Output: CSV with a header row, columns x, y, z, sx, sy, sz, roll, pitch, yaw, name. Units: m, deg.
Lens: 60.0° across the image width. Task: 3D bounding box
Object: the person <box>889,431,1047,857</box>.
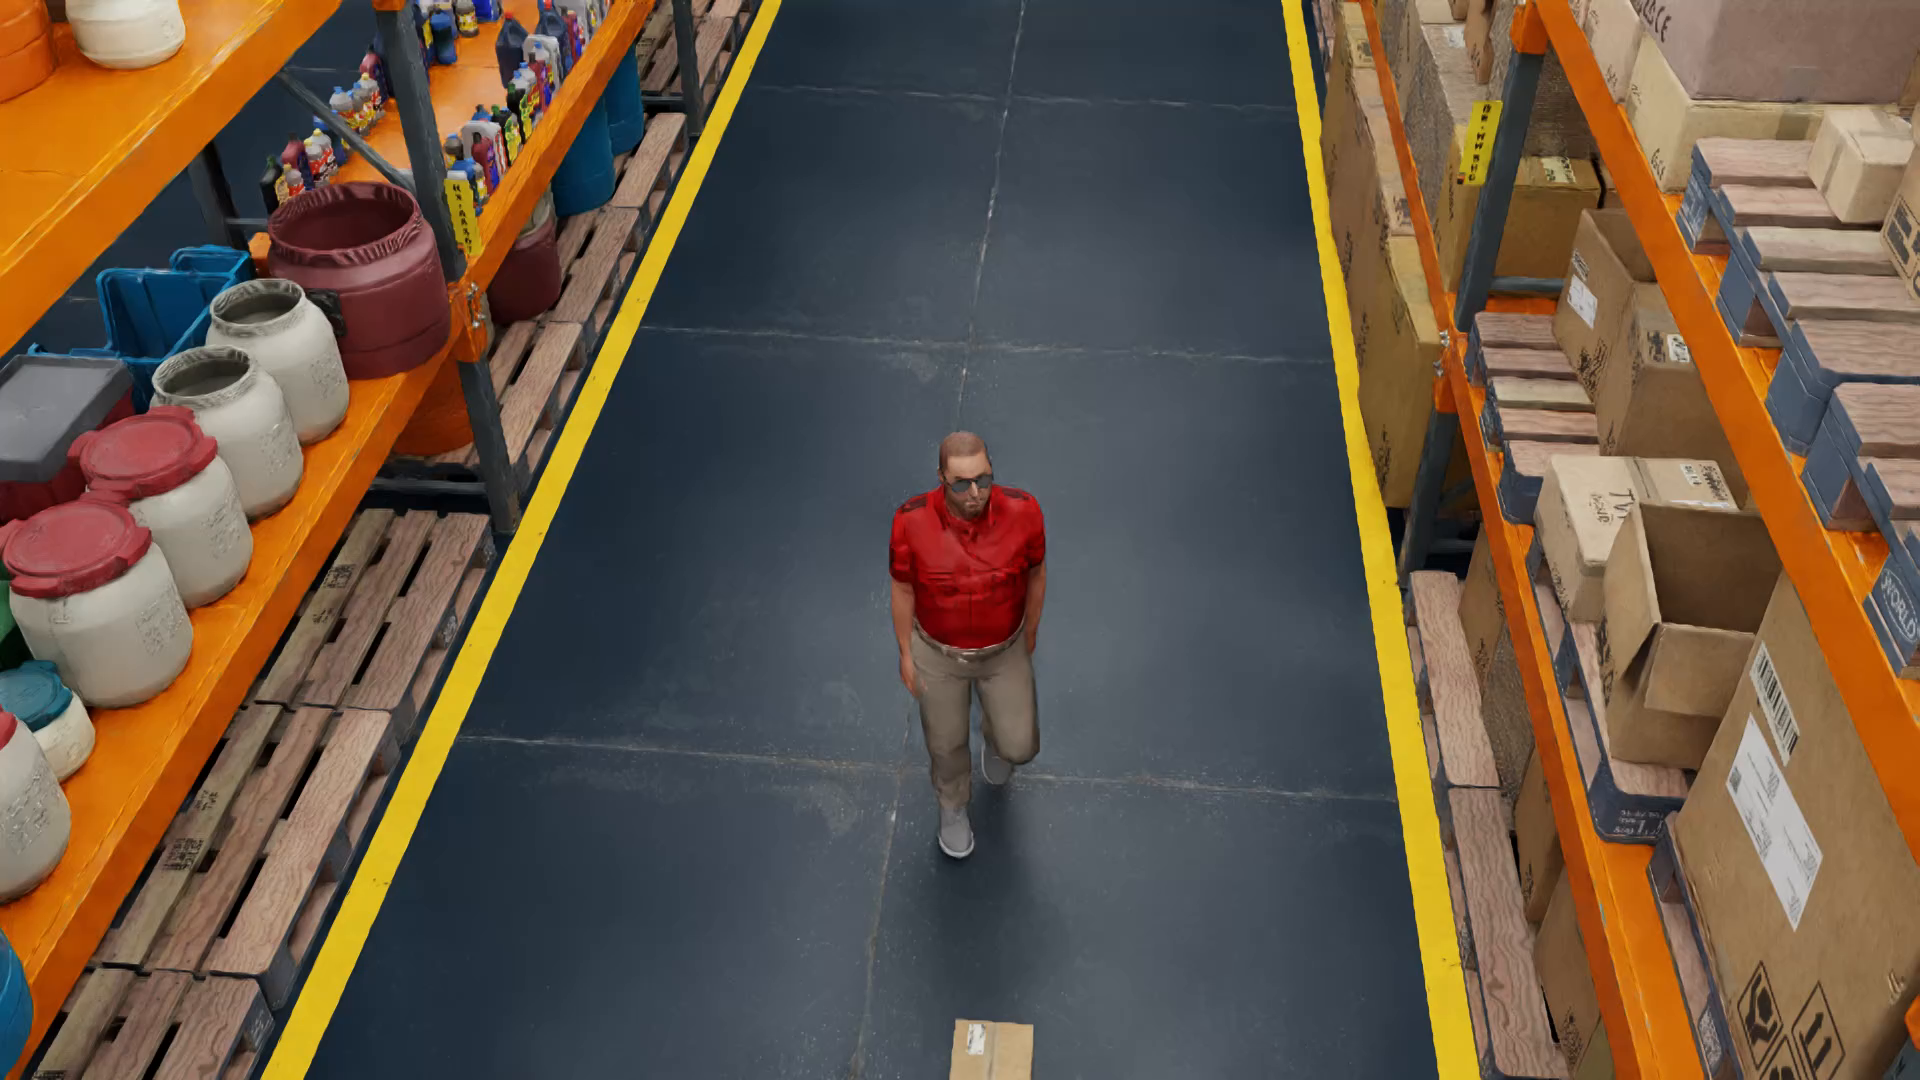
x,y,z,sx,sy,sz,roll,pitch,yaw,name
0.031,0.349,5.723,0.531,1.722,0.511,-3,40,-4,person
